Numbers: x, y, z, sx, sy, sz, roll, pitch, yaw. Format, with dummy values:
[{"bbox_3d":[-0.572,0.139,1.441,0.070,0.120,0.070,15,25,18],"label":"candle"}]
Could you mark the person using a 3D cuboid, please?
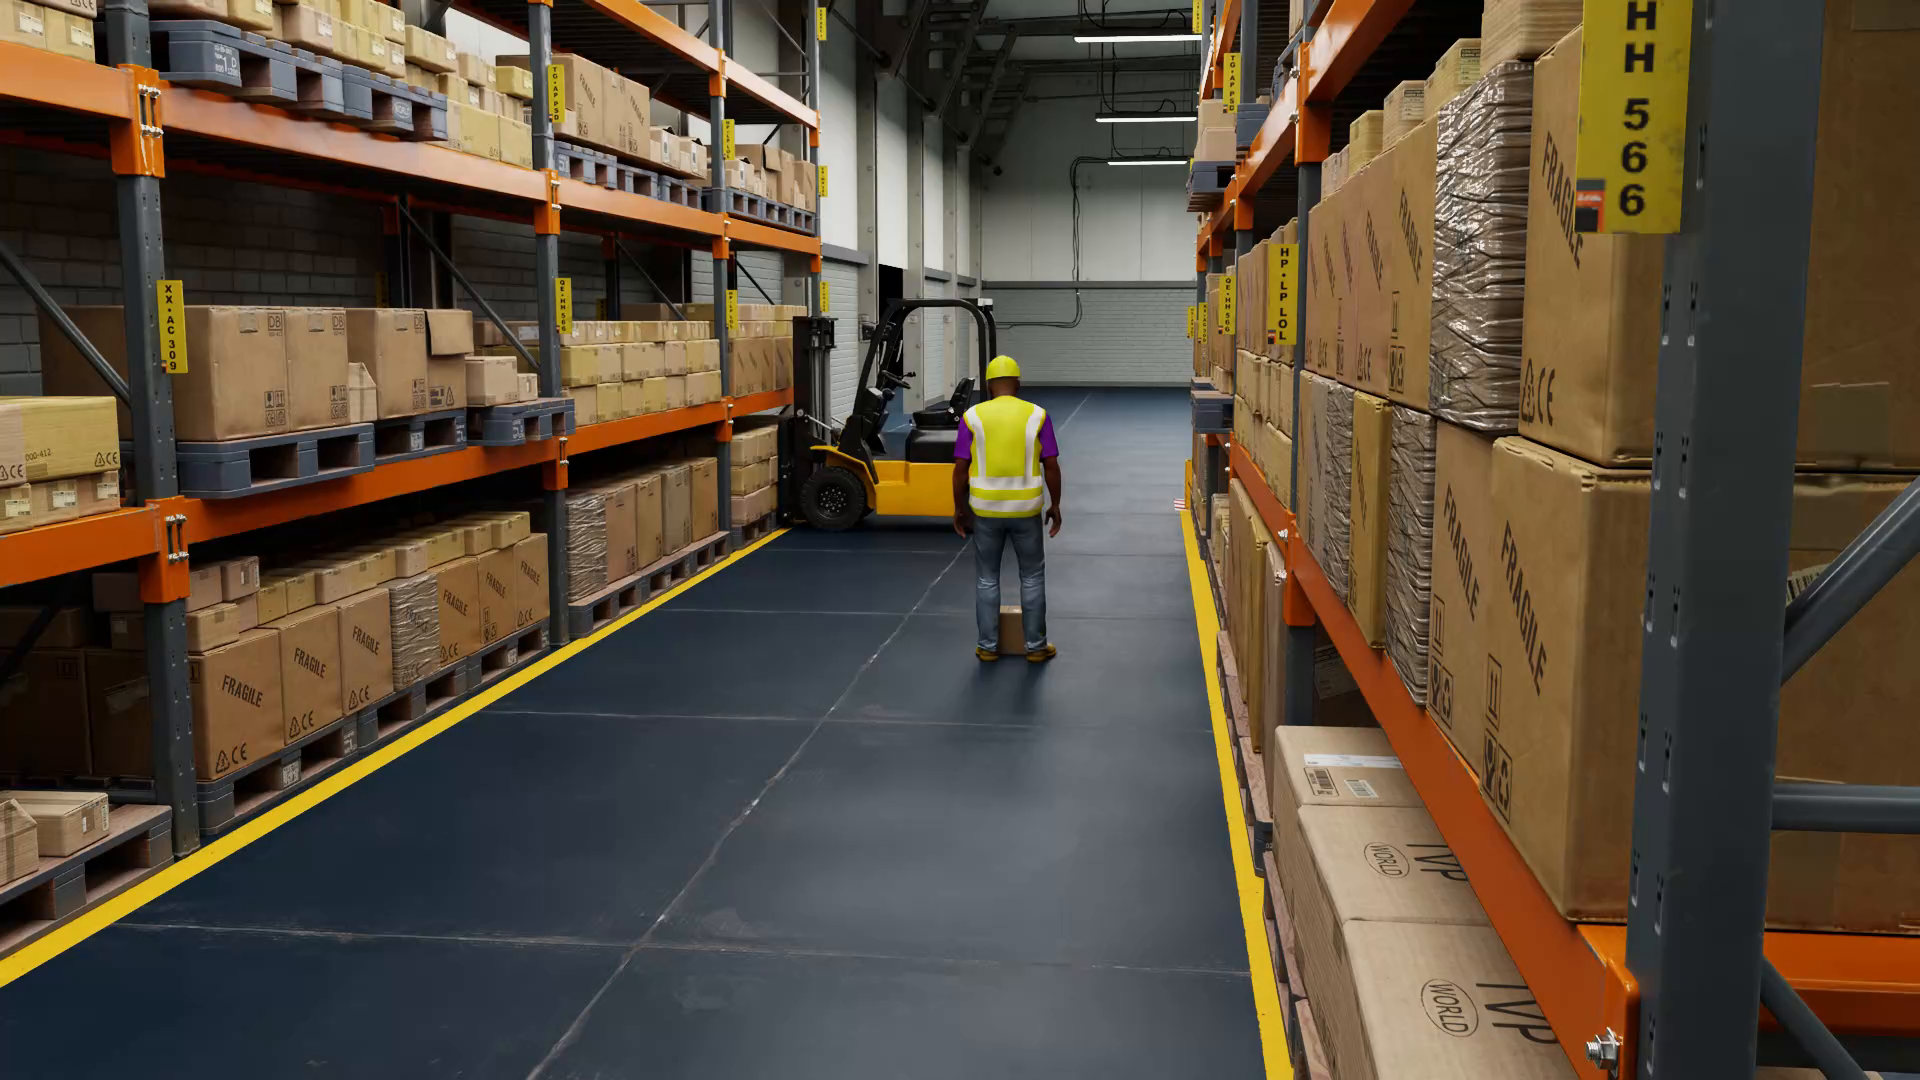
[{"bbox_3d":[0.272,-0.181,9.596,0.629,1.759,0.461,0,8,3],"label":"person"}]
